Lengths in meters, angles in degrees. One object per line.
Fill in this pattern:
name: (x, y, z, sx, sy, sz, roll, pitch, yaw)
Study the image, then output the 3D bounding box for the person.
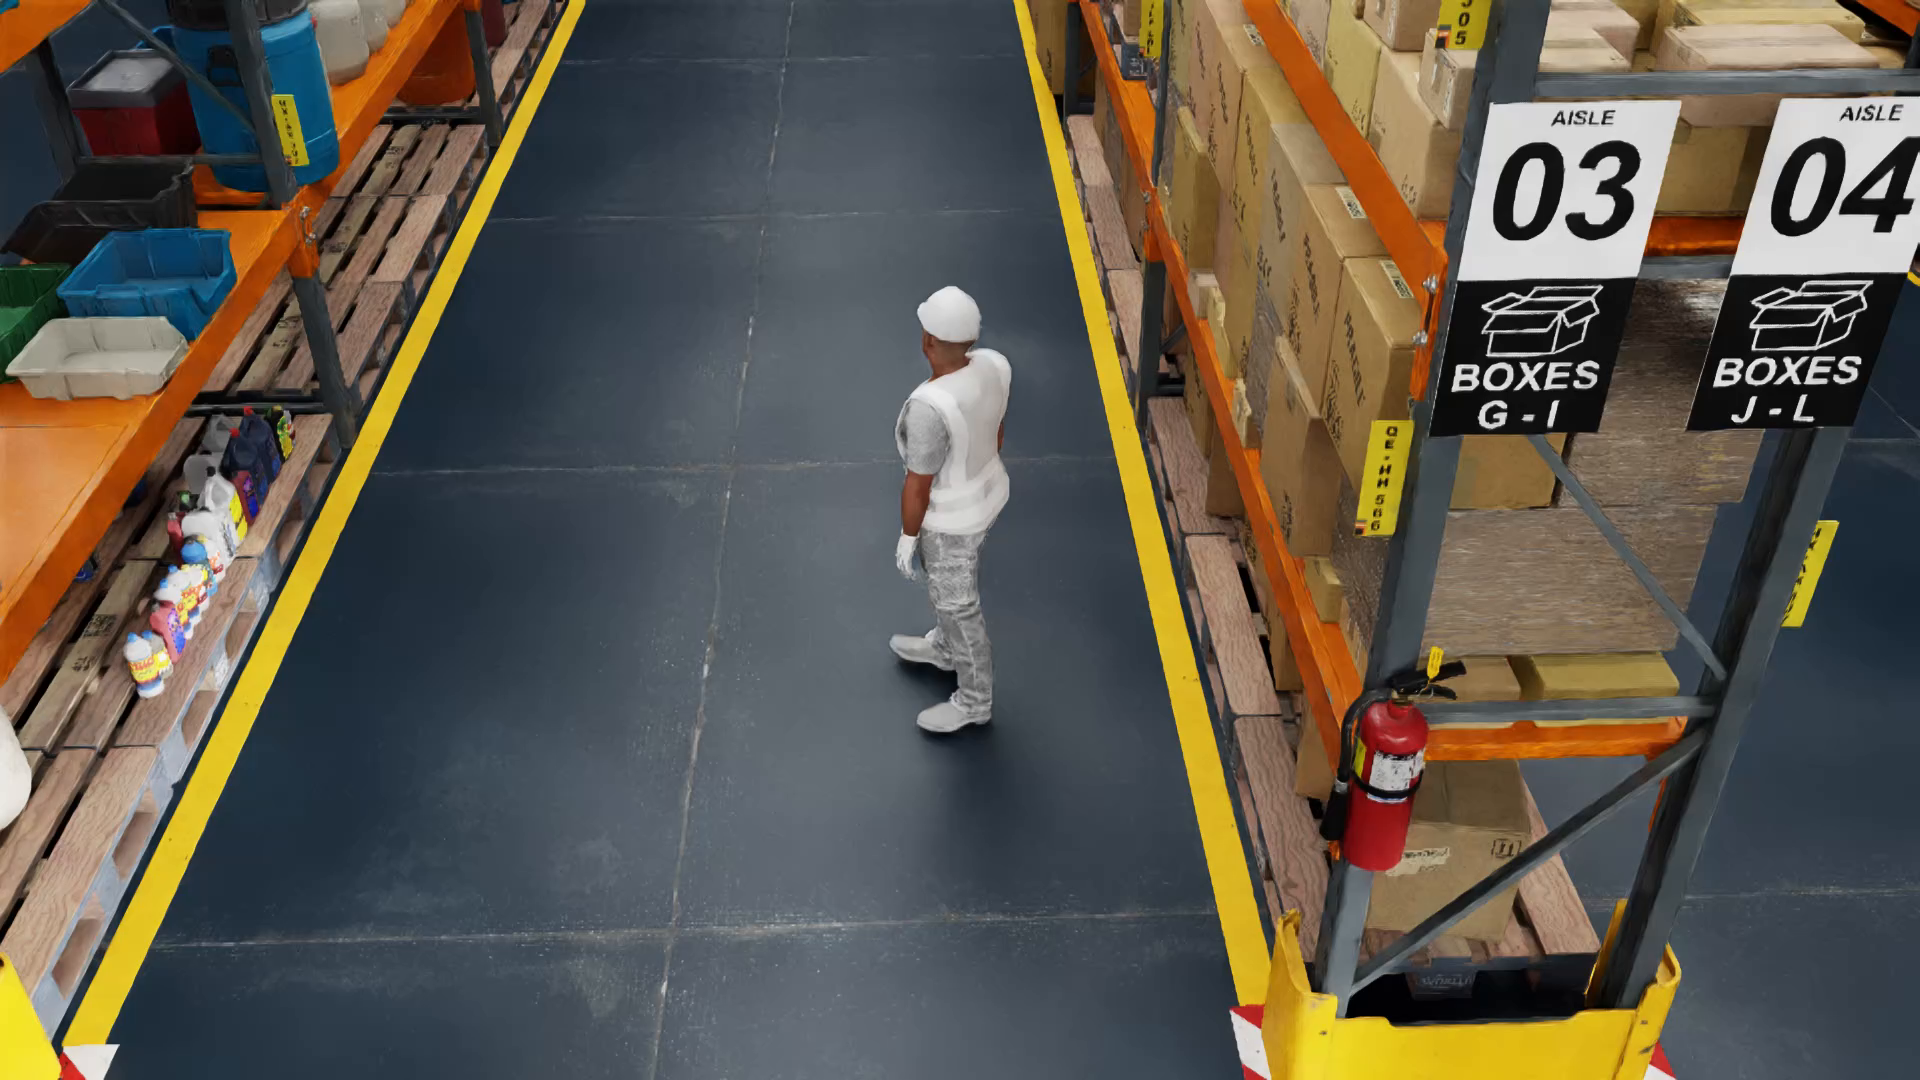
person: (-0.073, -0.150, 6.295, 0.563, 1.783, 0.670, 16, 38, 21)
